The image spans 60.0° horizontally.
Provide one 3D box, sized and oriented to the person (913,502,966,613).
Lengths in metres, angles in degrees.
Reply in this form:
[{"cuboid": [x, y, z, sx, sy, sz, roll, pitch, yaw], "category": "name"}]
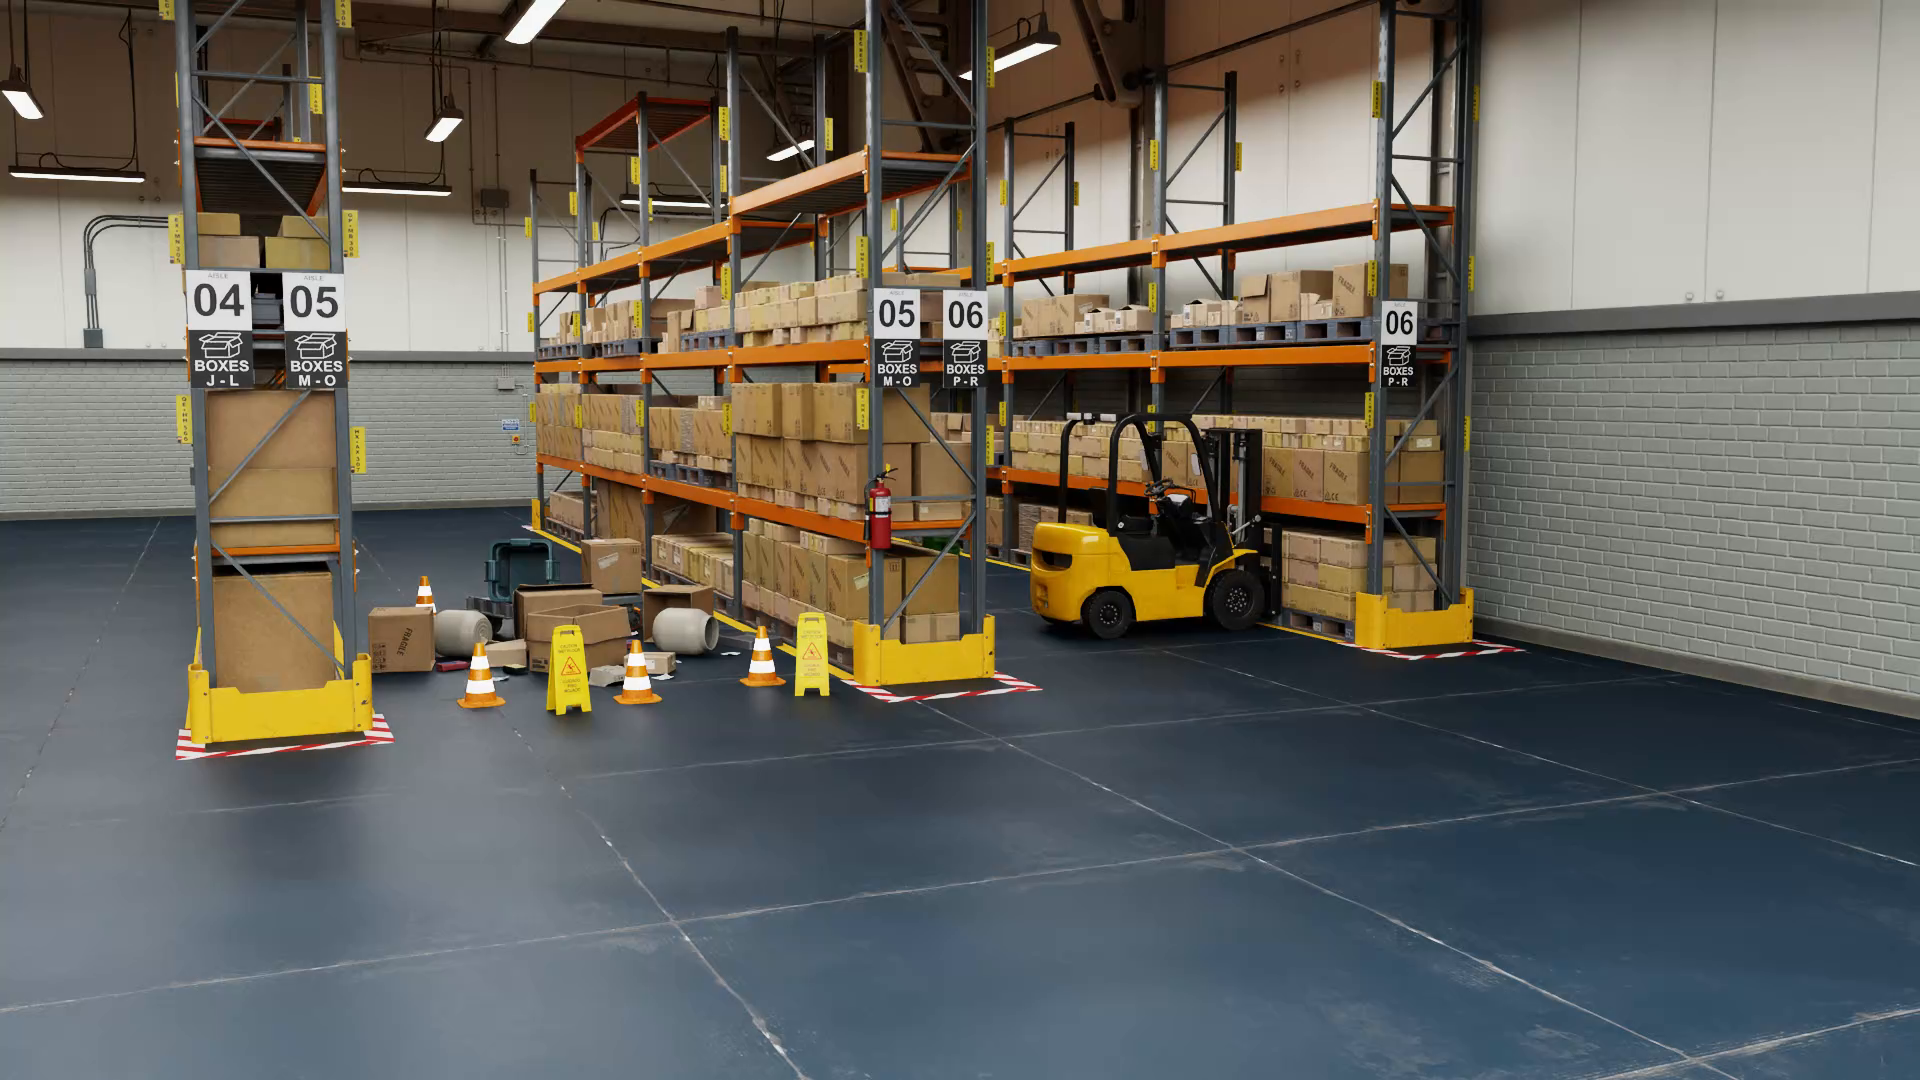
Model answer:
[{"cuboid": [-0.226, -0.085, 17.399, 0.597, 1.789, 0.562, -3, 6, -26], "category": "person"}]
